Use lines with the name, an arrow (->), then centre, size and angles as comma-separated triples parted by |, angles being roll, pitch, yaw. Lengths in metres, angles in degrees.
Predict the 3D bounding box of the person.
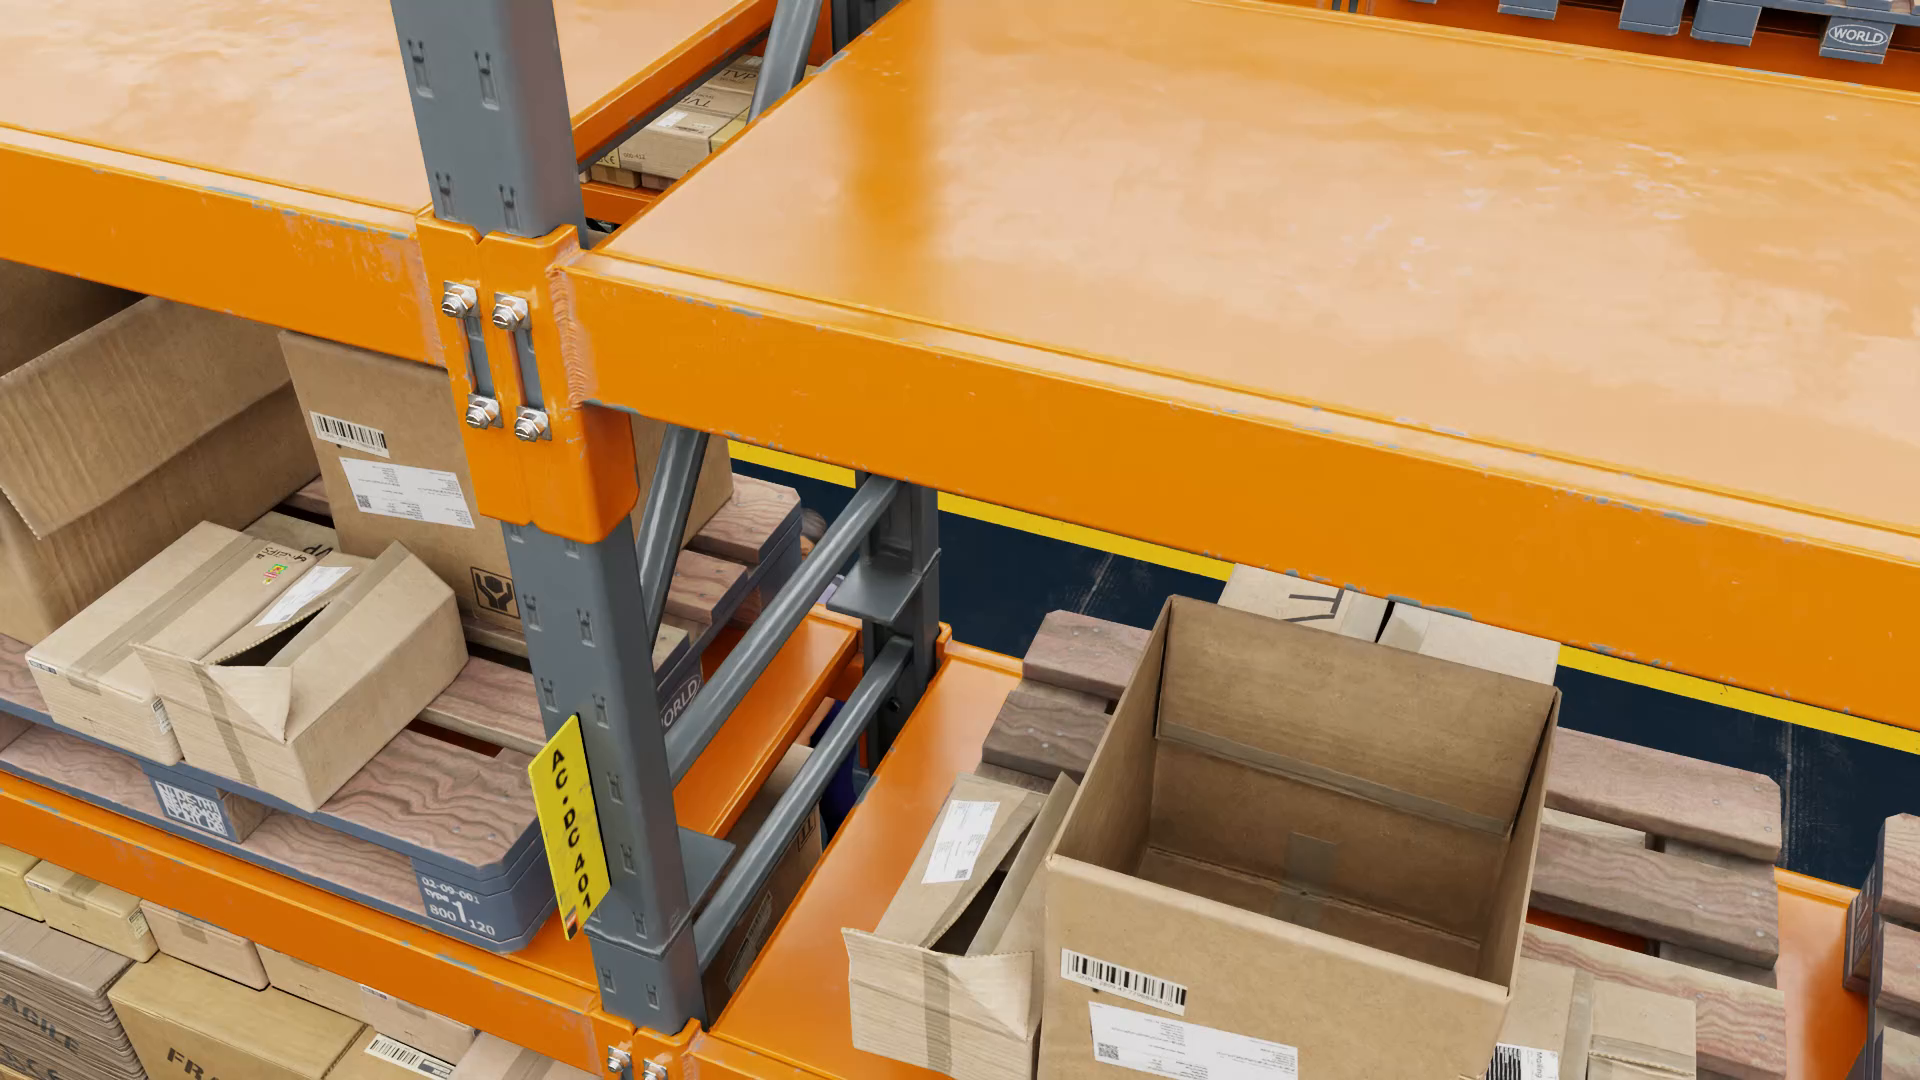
person -> -0.591, 0.641, 5.854 | 0.452, 1.622, 0.513 | 14, 40, 18
